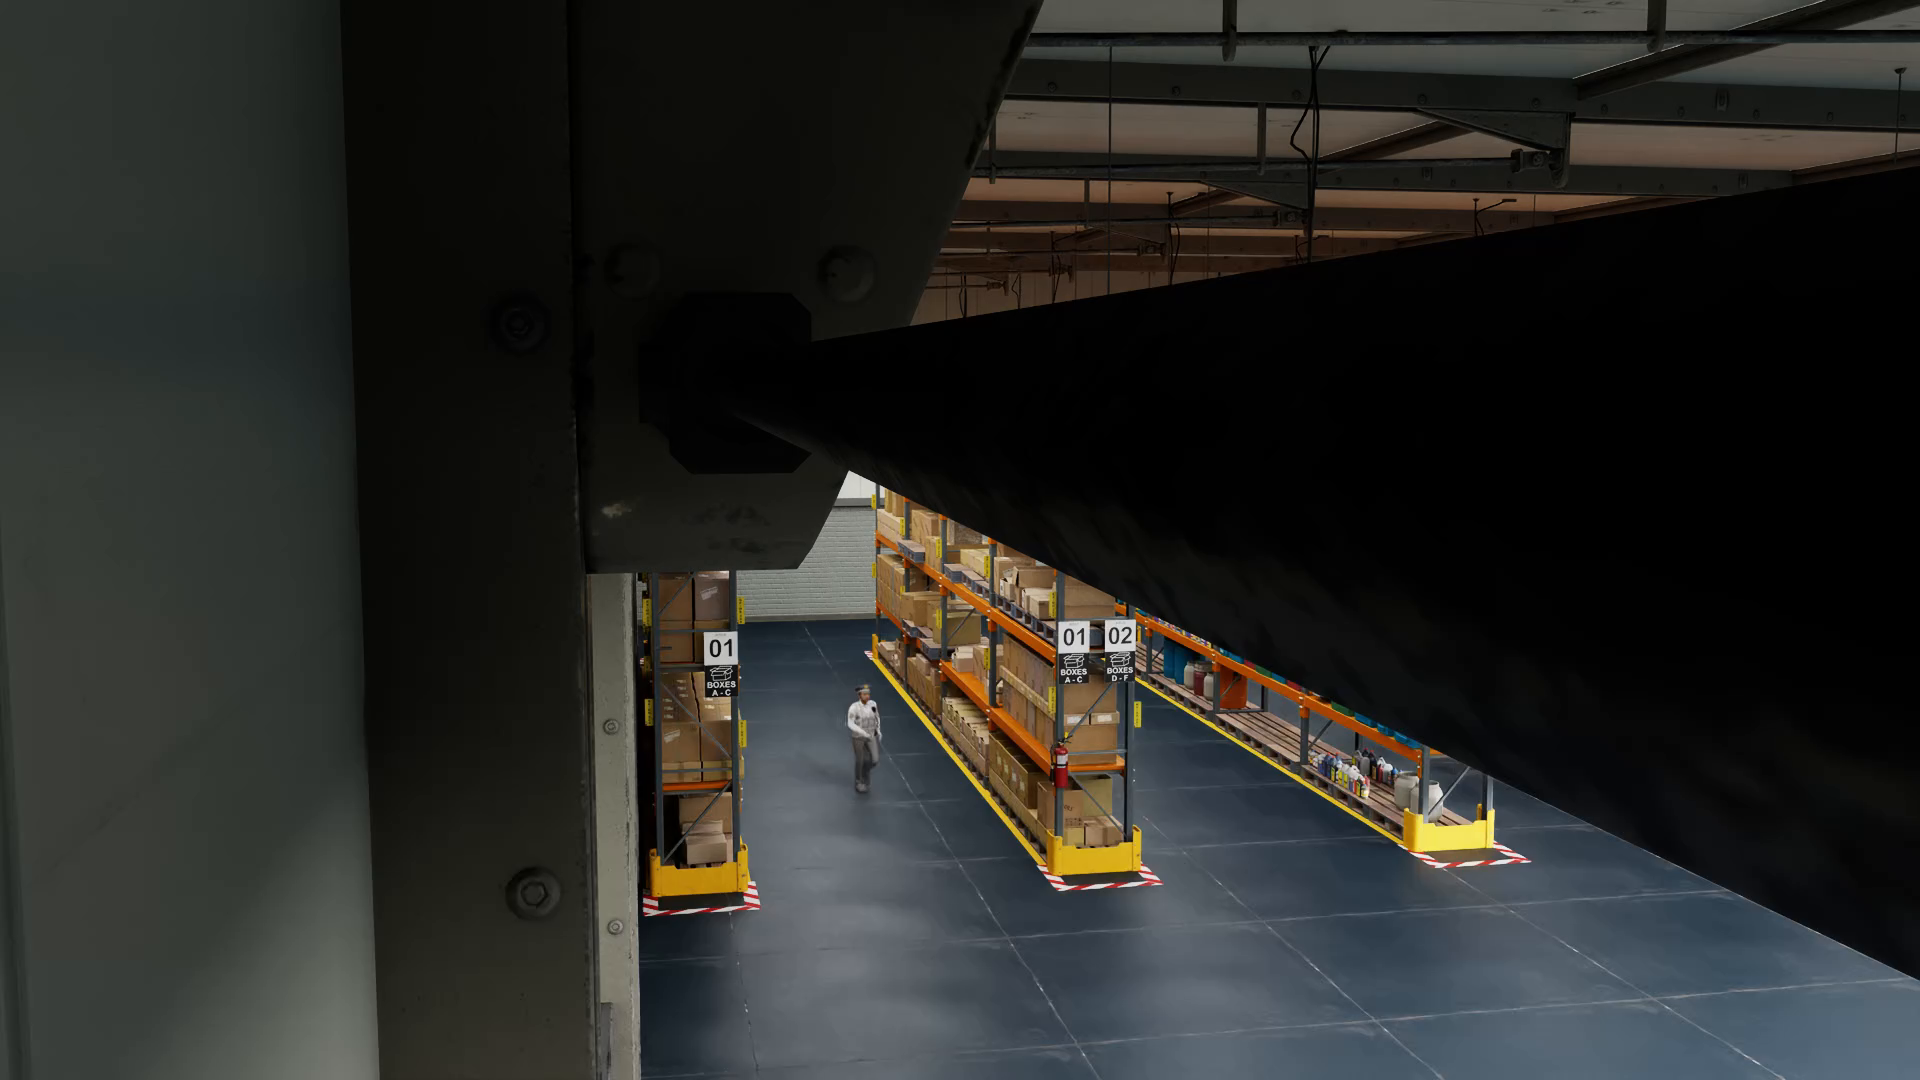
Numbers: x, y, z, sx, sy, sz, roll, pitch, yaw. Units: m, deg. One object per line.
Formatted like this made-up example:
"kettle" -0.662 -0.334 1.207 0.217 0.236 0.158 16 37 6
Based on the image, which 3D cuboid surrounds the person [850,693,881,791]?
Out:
"person" -1.373 2.975 24.888 0.482 1.607 0.633 -3 7 -26
